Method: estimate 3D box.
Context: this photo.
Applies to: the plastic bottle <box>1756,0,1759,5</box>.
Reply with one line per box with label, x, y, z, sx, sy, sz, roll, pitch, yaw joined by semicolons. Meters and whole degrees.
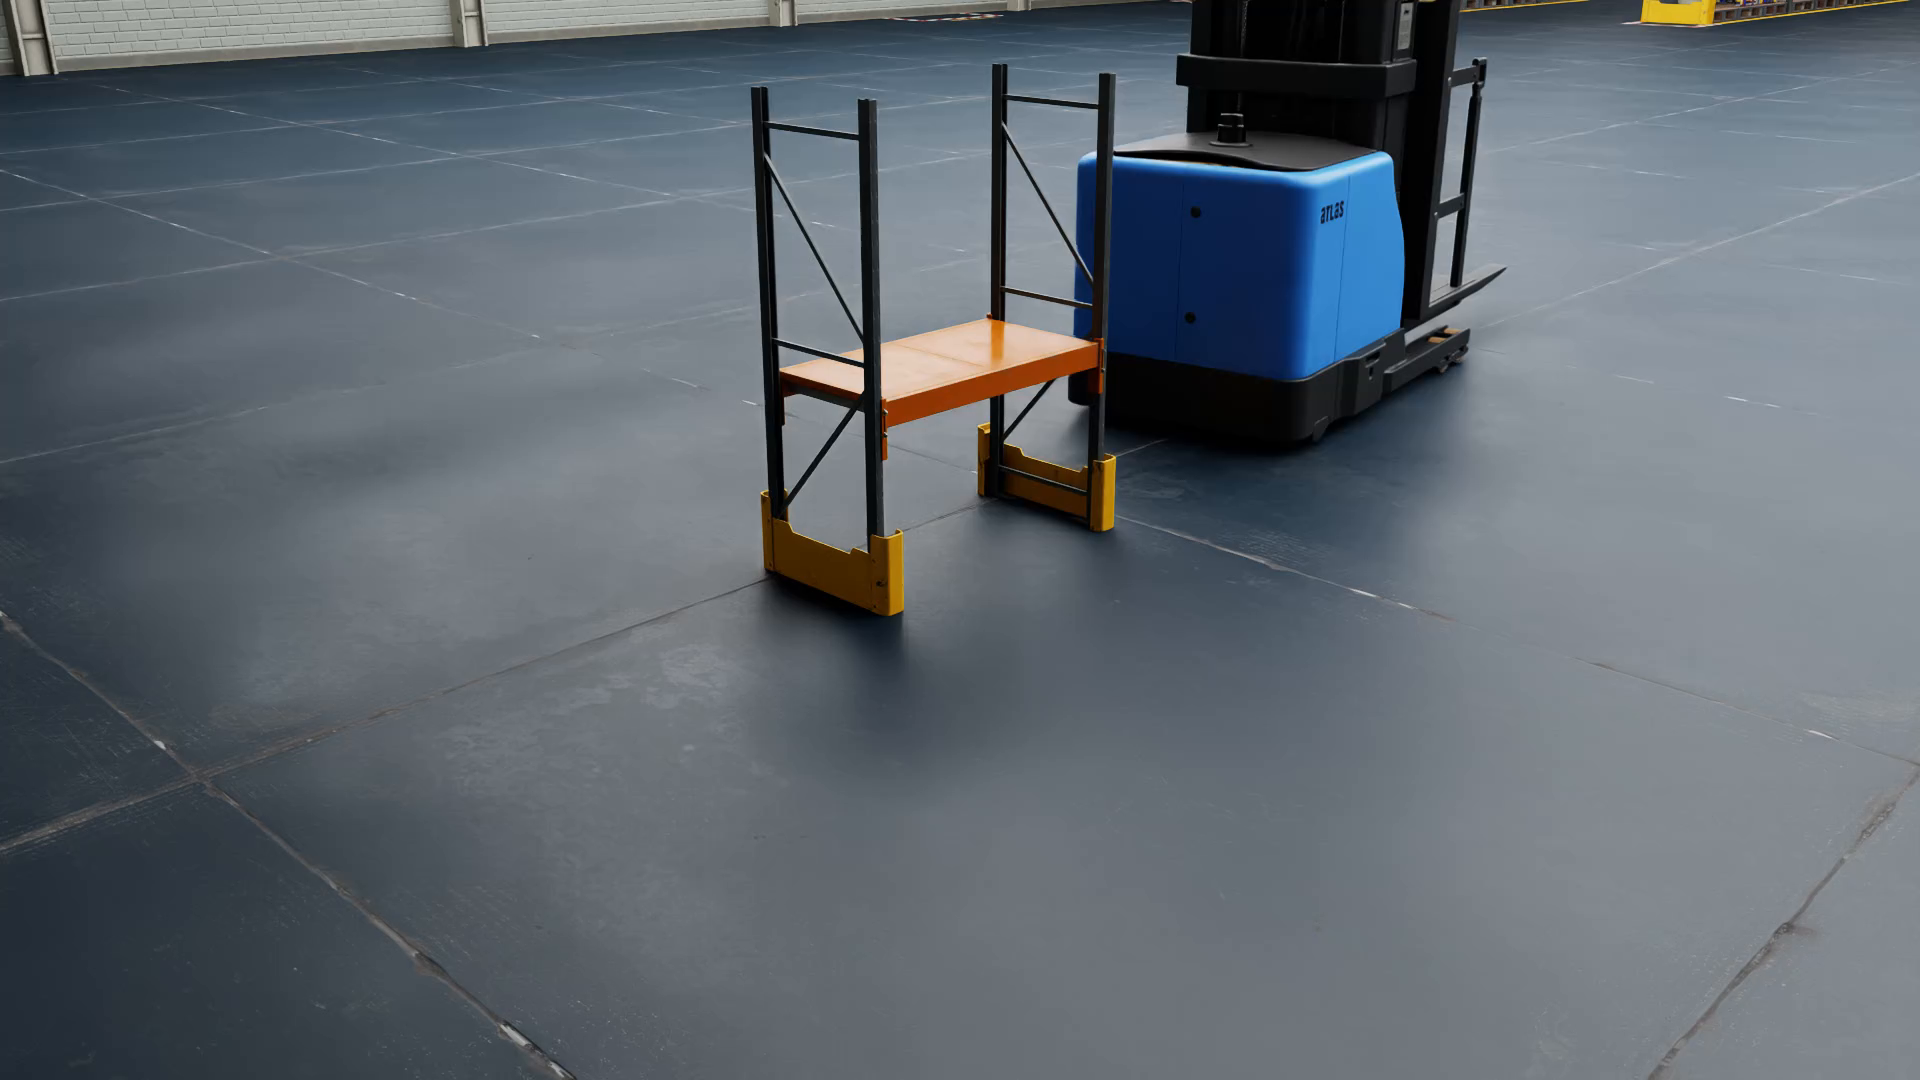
plastic bottle;14.634;-10.007;30.613;0.135;0.276;0.152;-20;28;-41

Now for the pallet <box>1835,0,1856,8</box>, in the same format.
pallet;17.574;-11.021;33.954;1.003;0.211;1.213;19;28;41

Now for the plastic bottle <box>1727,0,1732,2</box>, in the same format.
plastic bottle;14.477;-10.245;31.237;0.097;0.271;0.097;0;21;0

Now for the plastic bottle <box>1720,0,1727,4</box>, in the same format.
plastic bottle;14.187;-10.126;30.922;0.152;0.276;0.135;19;28;41

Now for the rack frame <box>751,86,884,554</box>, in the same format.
rack frame;-0.414;-0.547;4.908;0.500;1.500;0.032;19;28;41

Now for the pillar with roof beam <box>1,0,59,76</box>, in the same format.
pillar with roof beam;-8.326;-8.885;16.149;9.100;9.000;0.400;19;28;41

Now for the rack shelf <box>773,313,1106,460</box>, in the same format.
rack shelf;-0.060;-0.510;5.313;0.538;0.185;1.000;19;28;41

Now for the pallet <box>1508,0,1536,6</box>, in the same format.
pallet;11.221;-11.229;34.495;1.003;0.211;1.213;19;28;41

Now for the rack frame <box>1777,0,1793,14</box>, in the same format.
rack frame;15.352;-11.484;31.272;1.000;3.000;0.127;19;28;41

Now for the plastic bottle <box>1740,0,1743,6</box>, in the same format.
plastic bottle;14.122;-9.770;30.099;0.097;0.201;0.097;0;21;0

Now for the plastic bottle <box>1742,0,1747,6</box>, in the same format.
plastic bottle;14.221;-9.835;30.154;0.133;0.283;0.061;-20;28;-41

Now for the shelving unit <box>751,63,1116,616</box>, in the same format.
shelving unit;-0.053;-0.680;5.255;0.587;1.500;1.083;19;28;41

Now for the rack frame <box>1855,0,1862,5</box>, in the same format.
rack frame;18.142;-12.512;33.947;1.000;3.000;0.127;19;28;41

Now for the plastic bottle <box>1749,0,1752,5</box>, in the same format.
plastic bottle;14.428;-9.882;30.392;0.097;0.201;0.097;0;21;0

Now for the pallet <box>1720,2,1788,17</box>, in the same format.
pallet;14.854;-10.020;31.350;1.003;0.211;1.213;19;28;41

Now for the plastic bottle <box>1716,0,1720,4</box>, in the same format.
plastic bottle;14.051;-10.055;30.841;0.097;0.201;0.097;0;21;0

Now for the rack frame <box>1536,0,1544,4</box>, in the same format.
rack frame;11.806;-12.725;34.500;1.000;3.000;0.127;19;28;41

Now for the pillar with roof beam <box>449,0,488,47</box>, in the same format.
pillar with roof beam;-4.141;-10.428;20.161;9.100;9.000;0.400;19;28;41

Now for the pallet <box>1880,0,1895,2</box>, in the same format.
pallet;19.514;-11.736;35.814;1.003;0.211;1.213;19;28;41

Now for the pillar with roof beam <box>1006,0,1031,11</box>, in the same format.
pillar with roof beam;4.231;-13.512;28.187;9.100;9.000;0.400;19;28;41

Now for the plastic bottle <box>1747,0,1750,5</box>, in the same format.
plastic bottle;14.359;-9.889;30.313;0.097;0.271;0.097;0;21;0

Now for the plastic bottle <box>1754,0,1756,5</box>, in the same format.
plastic bottle;14.571;-9.935;30.529;0.097;0.201;0.097;0;21;0

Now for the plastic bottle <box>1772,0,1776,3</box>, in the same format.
plastic bottle;15.253;-10.215;31.144;0.133;0.283;0.061;-18;28;-39

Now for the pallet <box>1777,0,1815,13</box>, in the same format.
pallet;15.872;-10.394;32.323;1.003;0.211;1.213;19;28;41

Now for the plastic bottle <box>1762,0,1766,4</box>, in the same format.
plastic bottle;14.892;-10.082;30.797;0.133;0.283;0.061;-18;27;-39

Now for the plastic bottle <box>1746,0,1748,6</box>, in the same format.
plastic bottle;14.289;-9.864;30.246;0.097;0.271;0.097;0;21;0

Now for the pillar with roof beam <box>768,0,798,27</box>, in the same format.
pillar with roof beam;0.045;-11.970;24.174;9.100;9.000;0.400;19;28;41

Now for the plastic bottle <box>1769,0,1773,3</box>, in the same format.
plastic bottle;15.109;-10.215;31.050;0.144;0.351;0.185;18;28;39

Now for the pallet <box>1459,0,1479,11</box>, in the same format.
pallet;9.519;-10.602;32.864;1.003;0.211;1.213;19;28;41

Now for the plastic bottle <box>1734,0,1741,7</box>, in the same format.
plastic bottle;14.050;-9.776;30.017;0.097;0.271;0.097;0;21;0

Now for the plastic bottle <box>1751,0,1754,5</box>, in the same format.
plastic bottle;14.500;-9.942;30.448;0.097;0.271;0.097;0;21;0

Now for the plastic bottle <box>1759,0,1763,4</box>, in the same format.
plastic bottle;14.750;-10.083;30.705;0.144;0.351;0.185;19;28;40

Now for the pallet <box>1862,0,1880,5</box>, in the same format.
pallet;18.663;-11.424;35.002;1.003;0.211;1.213;19;28;41

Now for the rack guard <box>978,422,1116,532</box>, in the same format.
rack guard;0.294;-0.225;5.812;0.587;0.250;0.087;19;28;41

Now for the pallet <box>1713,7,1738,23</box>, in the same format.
pallet;13.151;-9.393;29.718;1.003;0.211;1.213;19;28;41

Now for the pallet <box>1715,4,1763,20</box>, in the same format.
pallet;14.002;-9.705;30.530;1.003;0.211;1.213;19;28;41

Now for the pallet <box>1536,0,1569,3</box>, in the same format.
pallet;12.292;-11.622;35.518;1.003;0.211;1.213;19;28;41

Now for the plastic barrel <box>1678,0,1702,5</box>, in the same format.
plastic barrel;12.966;-9.679;29.458;0.421;0.512;0.421;0;21;0

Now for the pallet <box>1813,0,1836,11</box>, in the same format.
pallet;16.723;-10.709;33.142;1.003;0.211;1.213;19;28;41

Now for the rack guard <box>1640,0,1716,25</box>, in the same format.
rack guard;12.581;-9.320;29.127;1.175;0.500;0.348;19;28;41

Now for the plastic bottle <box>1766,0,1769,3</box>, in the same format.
plastic bottle;14.975;-10.166;30.921;0.144;0.351;0.185;18;27;38

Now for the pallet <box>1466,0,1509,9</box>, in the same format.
pallet;10.370;-10.914;33.676;1.003;0.211;1.213;19;28;41

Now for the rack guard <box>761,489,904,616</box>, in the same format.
rack guard;-0.401;0.031;5.146;0.587;0.250;0.087;19;28;41

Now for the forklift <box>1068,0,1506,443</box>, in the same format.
forklift;1.704;-2.213;7.246;1.130;2.935;3.031;14;25;32

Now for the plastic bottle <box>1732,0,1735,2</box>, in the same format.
plastic bottle;14.595;-10.313;31.305;0.144;0.351;0.185;19;28;41

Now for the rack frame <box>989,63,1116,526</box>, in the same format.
rack frame;0.295;-0.809;5.588;0.500;1.500;0.032;19;28;41
